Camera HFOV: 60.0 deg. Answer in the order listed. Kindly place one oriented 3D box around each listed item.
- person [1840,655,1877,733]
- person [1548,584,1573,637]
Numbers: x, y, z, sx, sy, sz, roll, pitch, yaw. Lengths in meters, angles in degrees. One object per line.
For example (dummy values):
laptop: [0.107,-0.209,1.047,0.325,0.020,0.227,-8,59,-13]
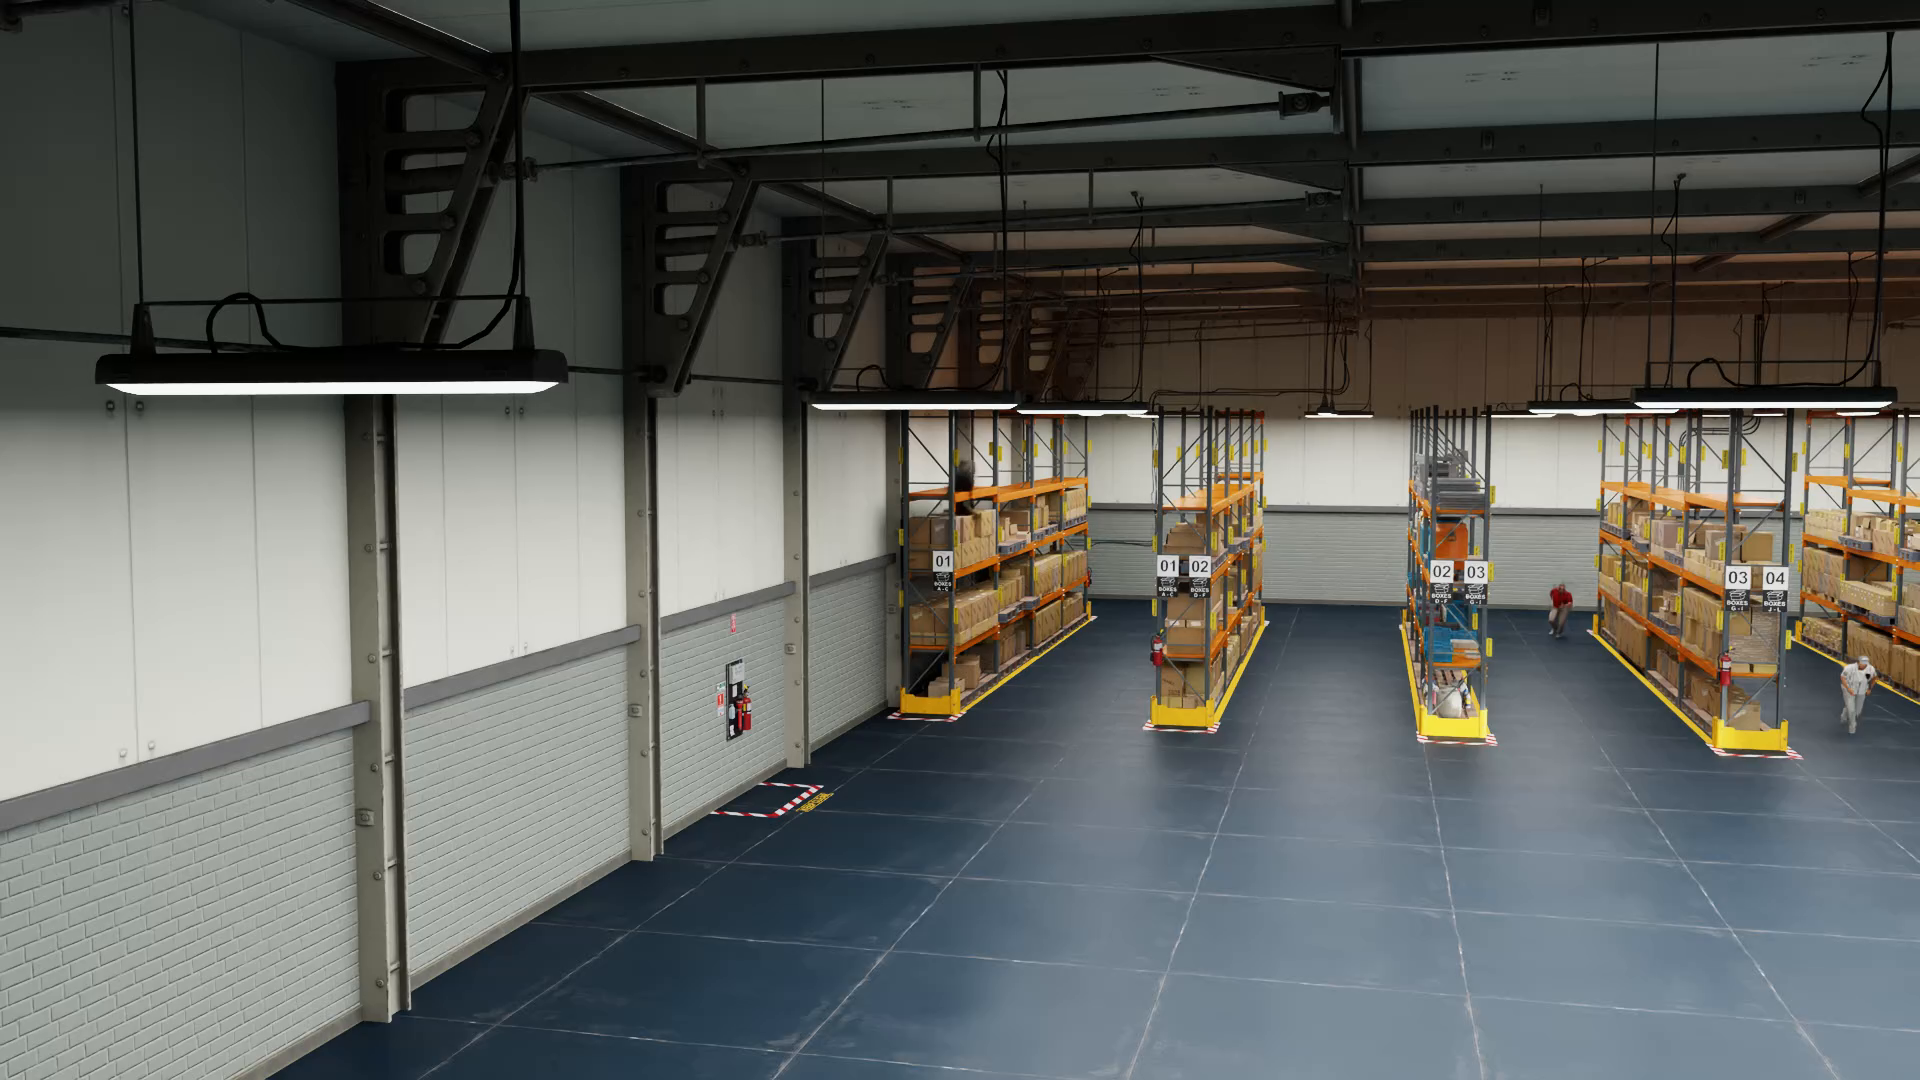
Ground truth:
person: [16.491,2.810,30.566,0.616,1.474,0.962,1,4,8]
person: [15.708,1.850,43.545,0.678,1.477,1.015,2,5,30]
